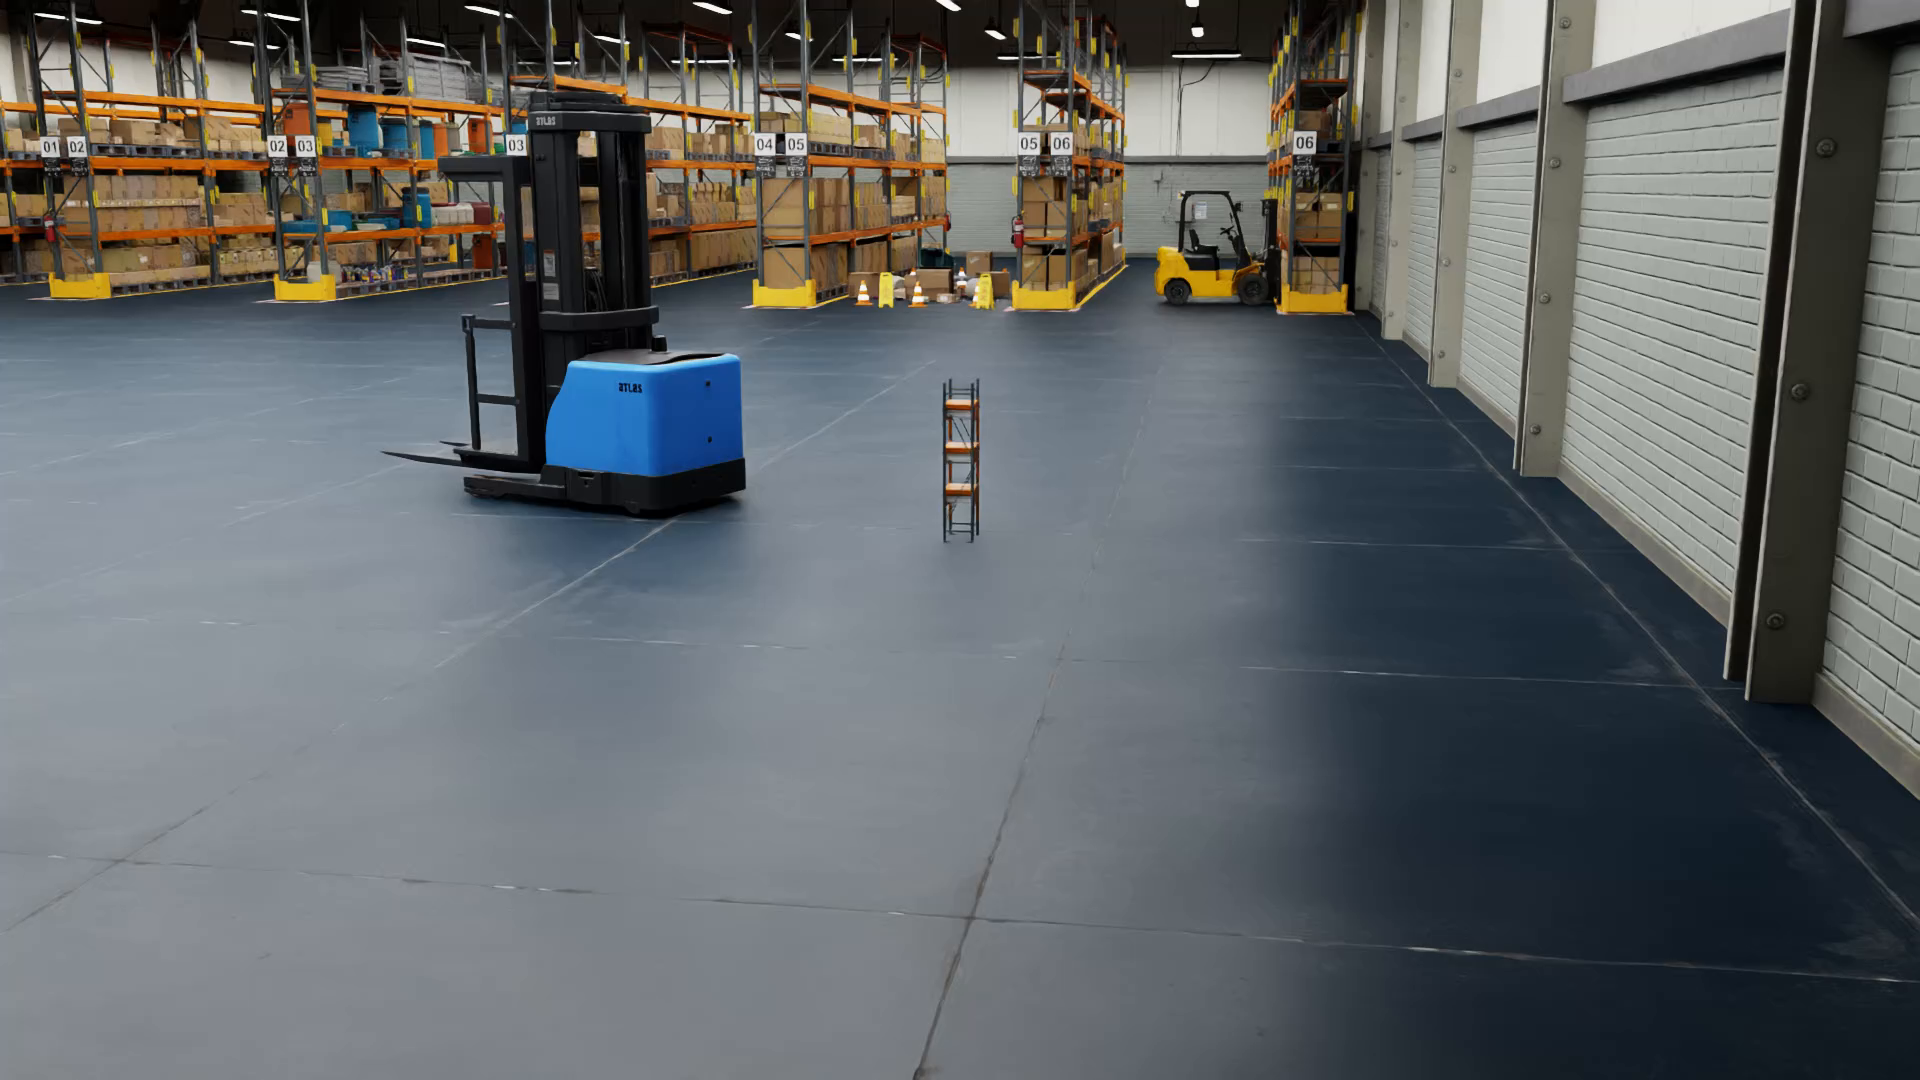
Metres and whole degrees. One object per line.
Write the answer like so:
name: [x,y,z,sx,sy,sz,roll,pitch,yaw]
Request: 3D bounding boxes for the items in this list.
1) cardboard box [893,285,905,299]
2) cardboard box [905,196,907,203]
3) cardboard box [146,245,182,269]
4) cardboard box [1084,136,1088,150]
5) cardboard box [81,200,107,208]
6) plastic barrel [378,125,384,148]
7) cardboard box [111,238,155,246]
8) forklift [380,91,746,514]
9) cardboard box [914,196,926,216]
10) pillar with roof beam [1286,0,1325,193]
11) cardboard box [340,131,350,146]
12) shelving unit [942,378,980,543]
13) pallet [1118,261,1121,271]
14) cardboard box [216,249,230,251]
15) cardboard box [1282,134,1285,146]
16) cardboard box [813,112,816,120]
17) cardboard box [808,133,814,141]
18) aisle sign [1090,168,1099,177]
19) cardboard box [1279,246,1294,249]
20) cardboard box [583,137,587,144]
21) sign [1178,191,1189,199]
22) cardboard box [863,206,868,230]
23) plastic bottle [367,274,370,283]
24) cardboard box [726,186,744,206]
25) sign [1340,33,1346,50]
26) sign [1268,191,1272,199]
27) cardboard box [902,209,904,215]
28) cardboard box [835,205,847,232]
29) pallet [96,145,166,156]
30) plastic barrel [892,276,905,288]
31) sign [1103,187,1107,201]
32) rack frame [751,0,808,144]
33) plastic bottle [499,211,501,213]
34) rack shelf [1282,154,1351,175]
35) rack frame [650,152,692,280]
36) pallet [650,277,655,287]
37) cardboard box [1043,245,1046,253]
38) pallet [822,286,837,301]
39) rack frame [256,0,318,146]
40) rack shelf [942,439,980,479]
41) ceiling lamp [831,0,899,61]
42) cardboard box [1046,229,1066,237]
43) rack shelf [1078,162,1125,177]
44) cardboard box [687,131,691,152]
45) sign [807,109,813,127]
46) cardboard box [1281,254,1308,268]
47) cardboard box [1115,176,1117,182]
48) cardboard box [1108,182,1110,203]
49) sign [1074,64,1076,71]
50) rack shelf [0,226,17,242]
cardboard box: [-1.173,-5.025,33.681,0.396,0.266,0.258,4,13,18]
cardboard box: [-1.531,-8.513,41.561,0.380,0.149,0.250,1,12,7]
cardboard box: [-17.419,-6.199,36.388,0.500,0.500,0.500,2,12,9]
cardboard box: [2.299,-7.973,33.397,0.500,0.250,0.500,2,12,8]
cardboard box: [-17.744,-6.891,34.071,0.380,0.149,0.250,2,12,8]
plastic barrel: [-12.769,-8.765,36.160,0.421,0.512,0.421,0,12,0]
cardboard box: [-21.439,-7.578,43.144,0.750,0.750,0.750,2,12,8]
forklift: [-3.132,-1.819,12.479,3.031,2.935,1.130,7,14,30]
cardboard box: [-1.173,-8.734,43.456,0.500,0.500,0.500,2,12,8]
pillar with roof beam: [5.980,-12.582,48.016,9.100,9.000,0.548,2,12,9]
cardboard box: [-16.402,-10.475,43.888,0.600,0.600,0.600,2,12,8]
shelving unit: [0.008,-0.524,10.934,0.215,1.050,0.252,2,12,9]
pallet: [3.788,-7.353,44.610,1.003,0.211,1.213,2,12,9]
cardboard box: [-17.470,-6.724,39.273,0.500,0.311,0.500,2,12,8]
cardboard box: [7.072,-8.475,35.057,0.500,0.311,0.500,1,12,7]
cardboard box: [-2.939,-8.045,31.555,0.380,0.149,0.250,2,12,9]
cardboard box: [-2.974,-7.605,31.405,0.380,0.149,0.250,2,12,9]
aisle sign: [3.748,-10.433,46.114,0.394,0.787,0.004,2,12,9]
cardboard box: [7.524,-6.724,38.471,0.380,0.149,0.250,1,12,6]
cardboard box: [-7.725,-8.036,33.450,0.380,0.149,0.250,1,12,6]
sign: [6.898,-10.663,51.390,0.339,0.242,0.001,2,12,9]
cardboard box: [-2.305,-7.034,36.275,0.500,0.500,0.500,2,12,9]
plastic bottle: [-12.521,-5.525,35.108,0.097,0.201,0.097,0,12,0]
cardboard box: [-6.057,-9.156,44.231,0.500,0.500,0.500,2,12,9]
sign: [7.628,-9.924,33.087,0.100,0.325,0.005,2,12,9]
sign: [7.776,-8.584,41.652,0.100,0.325,0.005,2,12,9]
cardboard box: [-1.602,-8.111,41.110,0.380,0.149,0.250,1,12,7]
cardboard box: [-2.836,-6.660,34.422,0.875,0.550,0.550,2,12,9]
pallet: [-17.698,-8.274,35.357,1.003,0.211,1.213,2,12,9]
plastic barrel: [-1.387,-5.234,34.275,0.421,0.421,0.512,-10,16,-40]
sign: [3.331,-7.984,38.361,0.100,0.325,0.005,2,12,9]
rack frame: [-3.344,-8.879,30.835,1.000,3.000,0.127,2,12,9]
plastic bottle: [-11.836,-8.330,42.833,0.097,0.271,0.097,0,12,0]
rack shelf: [6.776,-7.178,31.769,1.077,0.370,4.000,2,12,9]
rack frame: [-6.999,-7.794,40.037,1.000,3.000,0.127,2,12,9]
pallet: [-7.496,-5.760,37.220,1.003,0.211,1.213,2,12,9]
cardboard box: [1.460,-5.658,32.338,0.380,0.149,0.250,2,12,10]
pallet: [-3.108,-5.006,33.720,1.003,0.211,1.213,2,12,9]
rack frame: [-13.123,-9.222,32.423,1.000,3.000,0.127,2,12,9]
rack shelf: [0.008,-0.514,10.937,0.215,0.259,0.240,2,12,9]
ceiling lamp: [-2.850,-15.722,48.729,2.000,3.185,0.800,2,12,9]
cardboard box: [1.820,-5.748,31.144,0.380,0.149,0.250,2,12,9]
rack shelf: [3.716,-9.836,44.103,1.077,0.370,4.000,2,12,9]
cardboard box: [-6.976,-9.645,40.266,0.797,0.503,0.637,3,12,12]
sign: [-2.796,-7.860,30.961,0.100,0.325,0.005,2,12,9]
cardboard box: [6.371,-5.315,31.692,0.500,0.250,0.500,2,12,9]
cardboard box: [3.903,-9.430,43.479,0.380,0.149,0.250,2,12,7]
cardboard box: [3.353,-8.421,40.336,0.500,0.500,0.500,2,12,10]
sign: [2.864,-11.795,41.771,0.100,0.325,0.005,2,12,9]
rack shelf: [-22.605,-6.675,36.552,1.077,0.370,4.000,2,12,9]
